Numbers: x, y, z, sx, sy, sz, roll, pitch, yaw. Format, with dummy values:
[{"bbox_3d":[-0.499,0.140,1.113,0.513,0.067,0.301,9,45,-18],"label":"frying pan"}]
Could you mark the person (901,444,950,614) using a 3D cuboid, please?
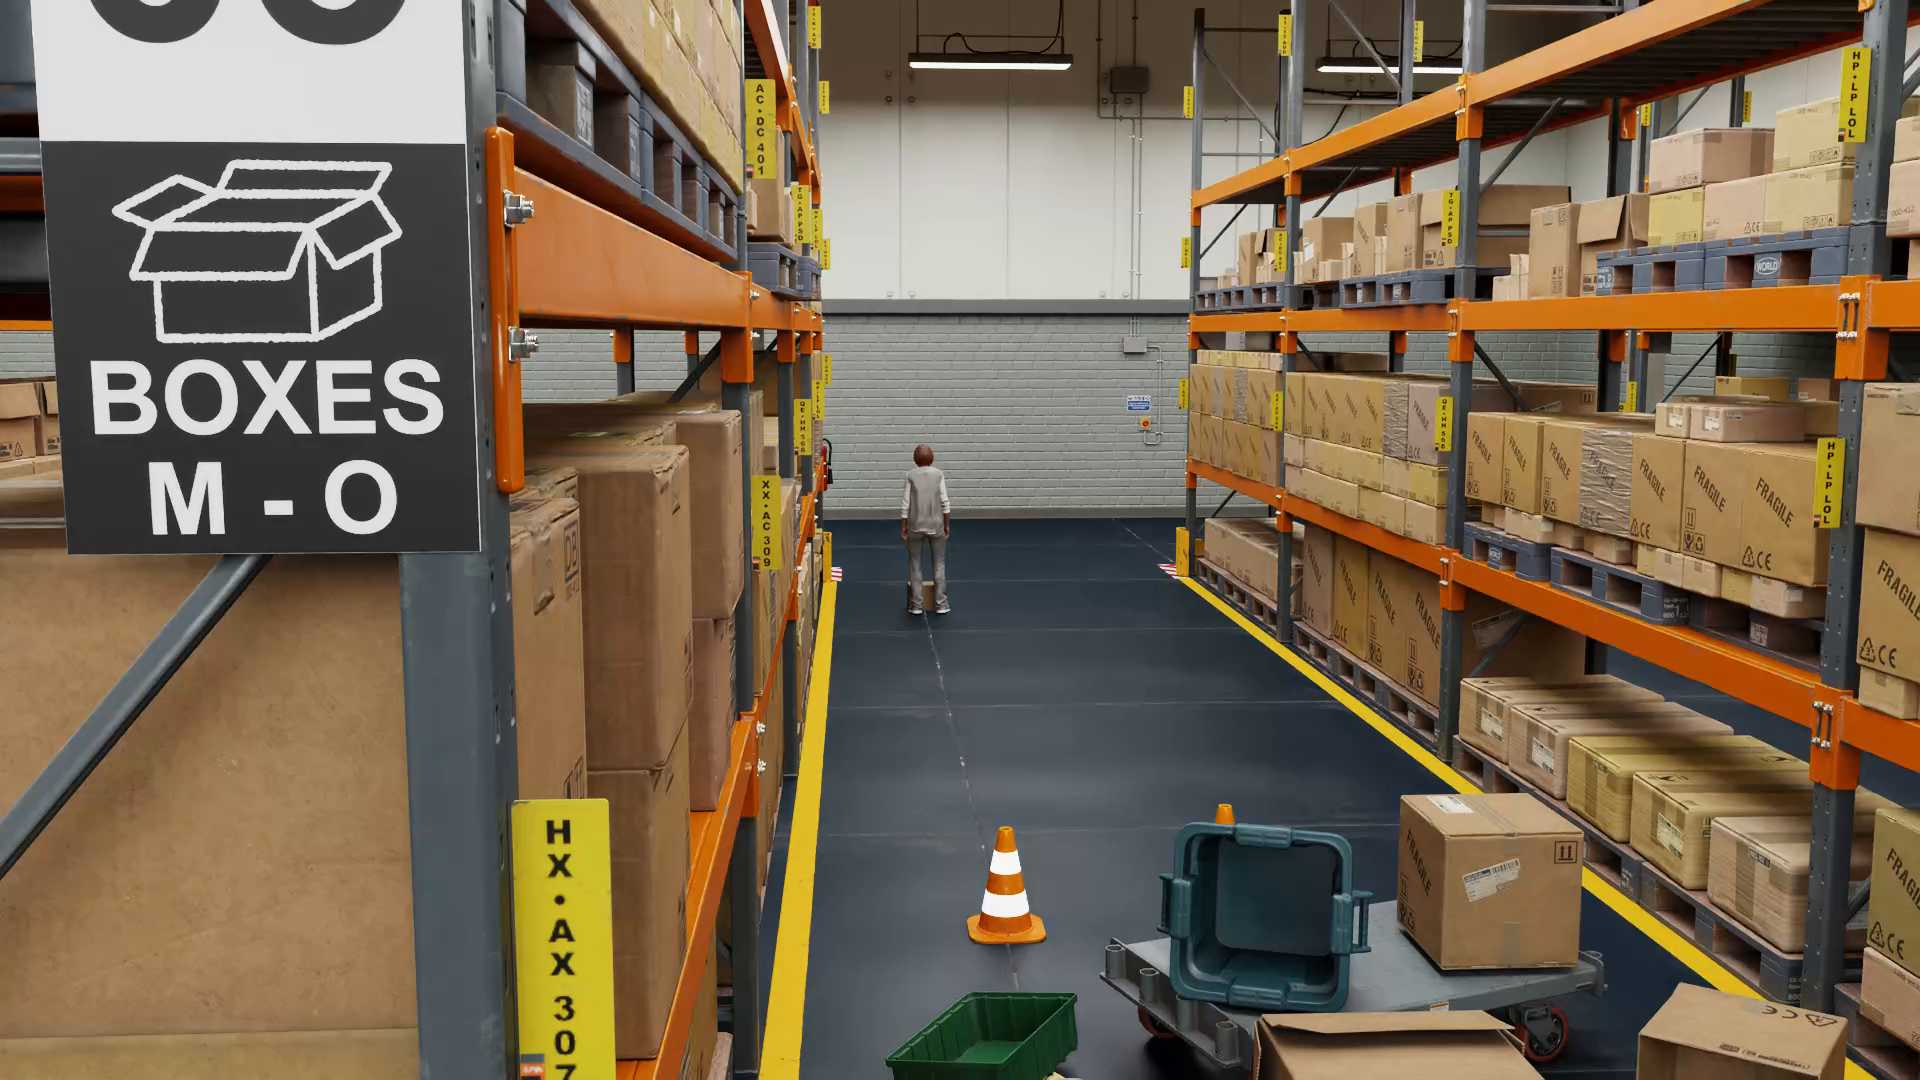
[{"bbox_3d":[-0.319,-0.099,15.601,0.460,1.594,0.343,-1,7,-4],"label":"person"}]
